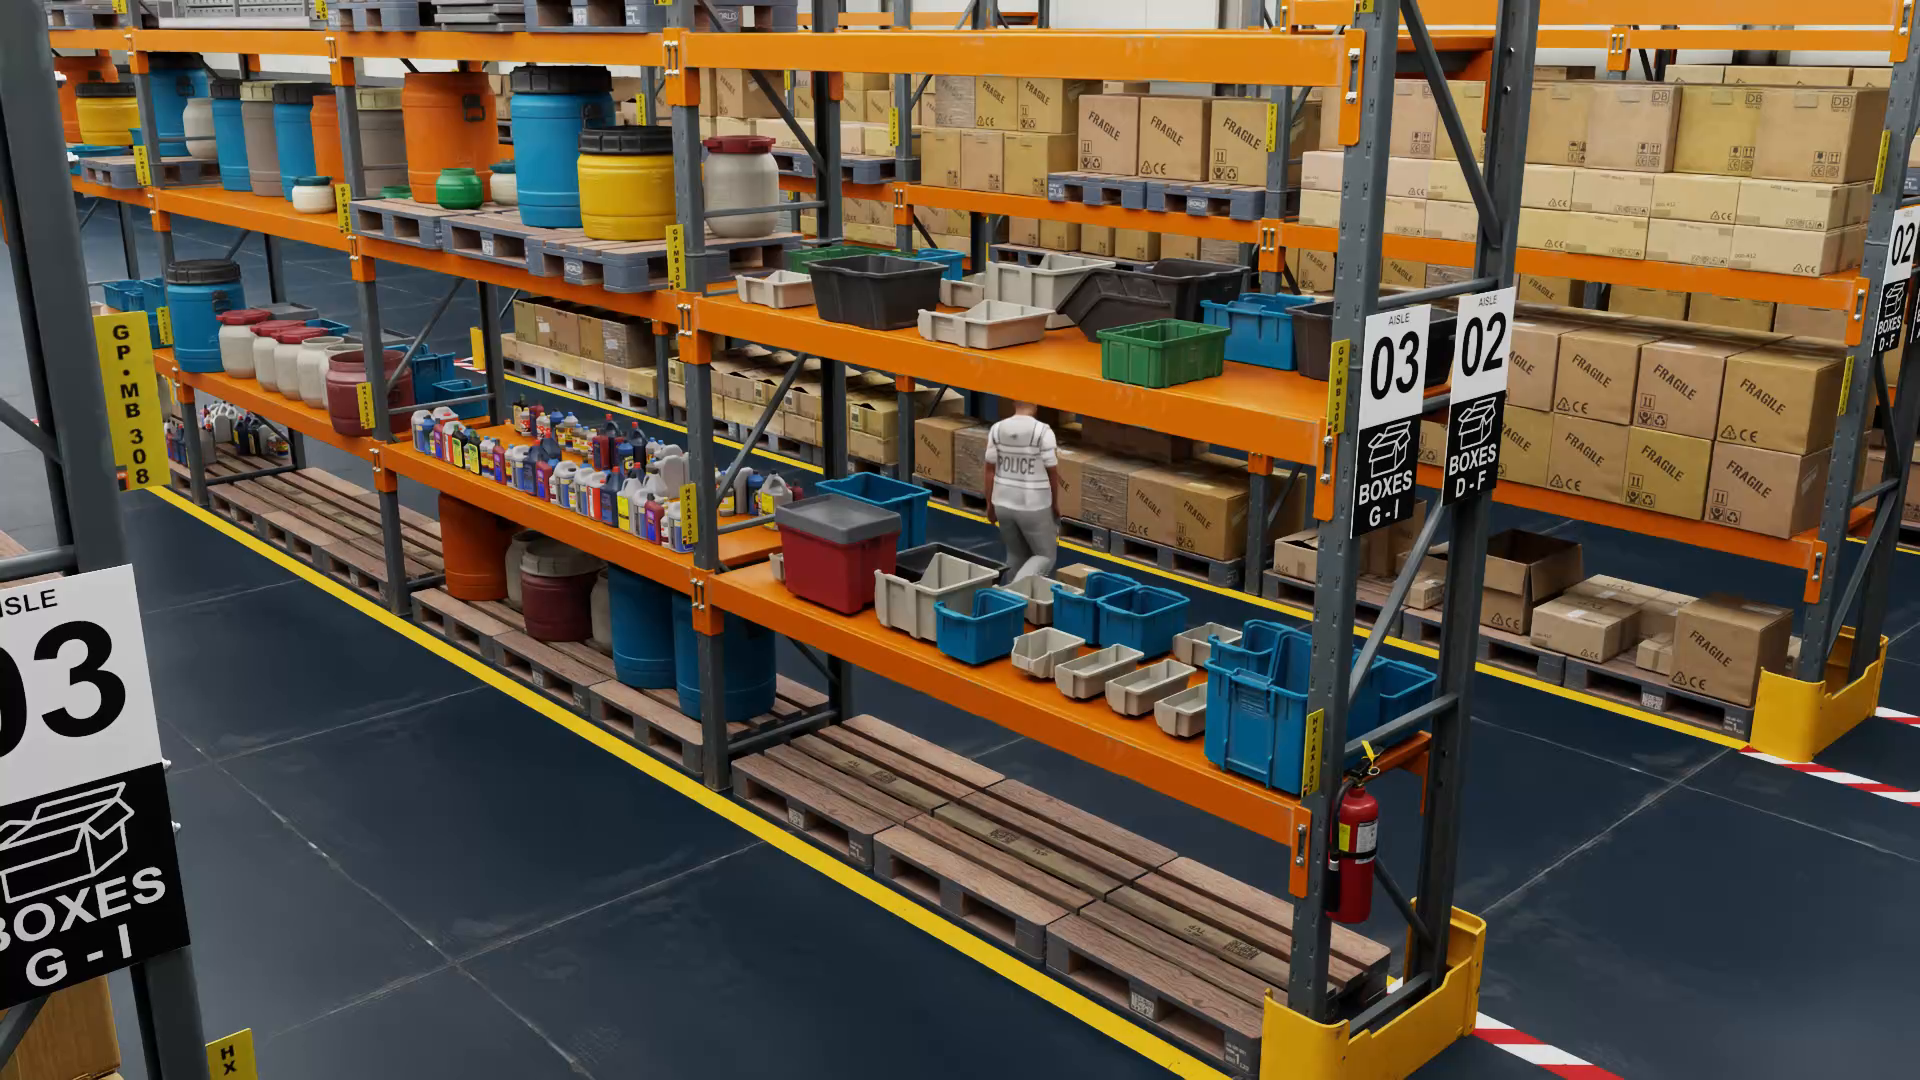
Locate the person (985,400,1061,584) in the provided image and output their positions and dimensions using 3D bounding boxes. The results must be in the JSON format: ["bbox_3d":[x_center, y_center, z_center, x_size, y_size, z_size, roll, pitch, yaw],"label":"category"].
[{"bbox_3d":[0.430,-0.238,11.772,0.548,1.735,0.725,11,20,31],"label":"person"}]
